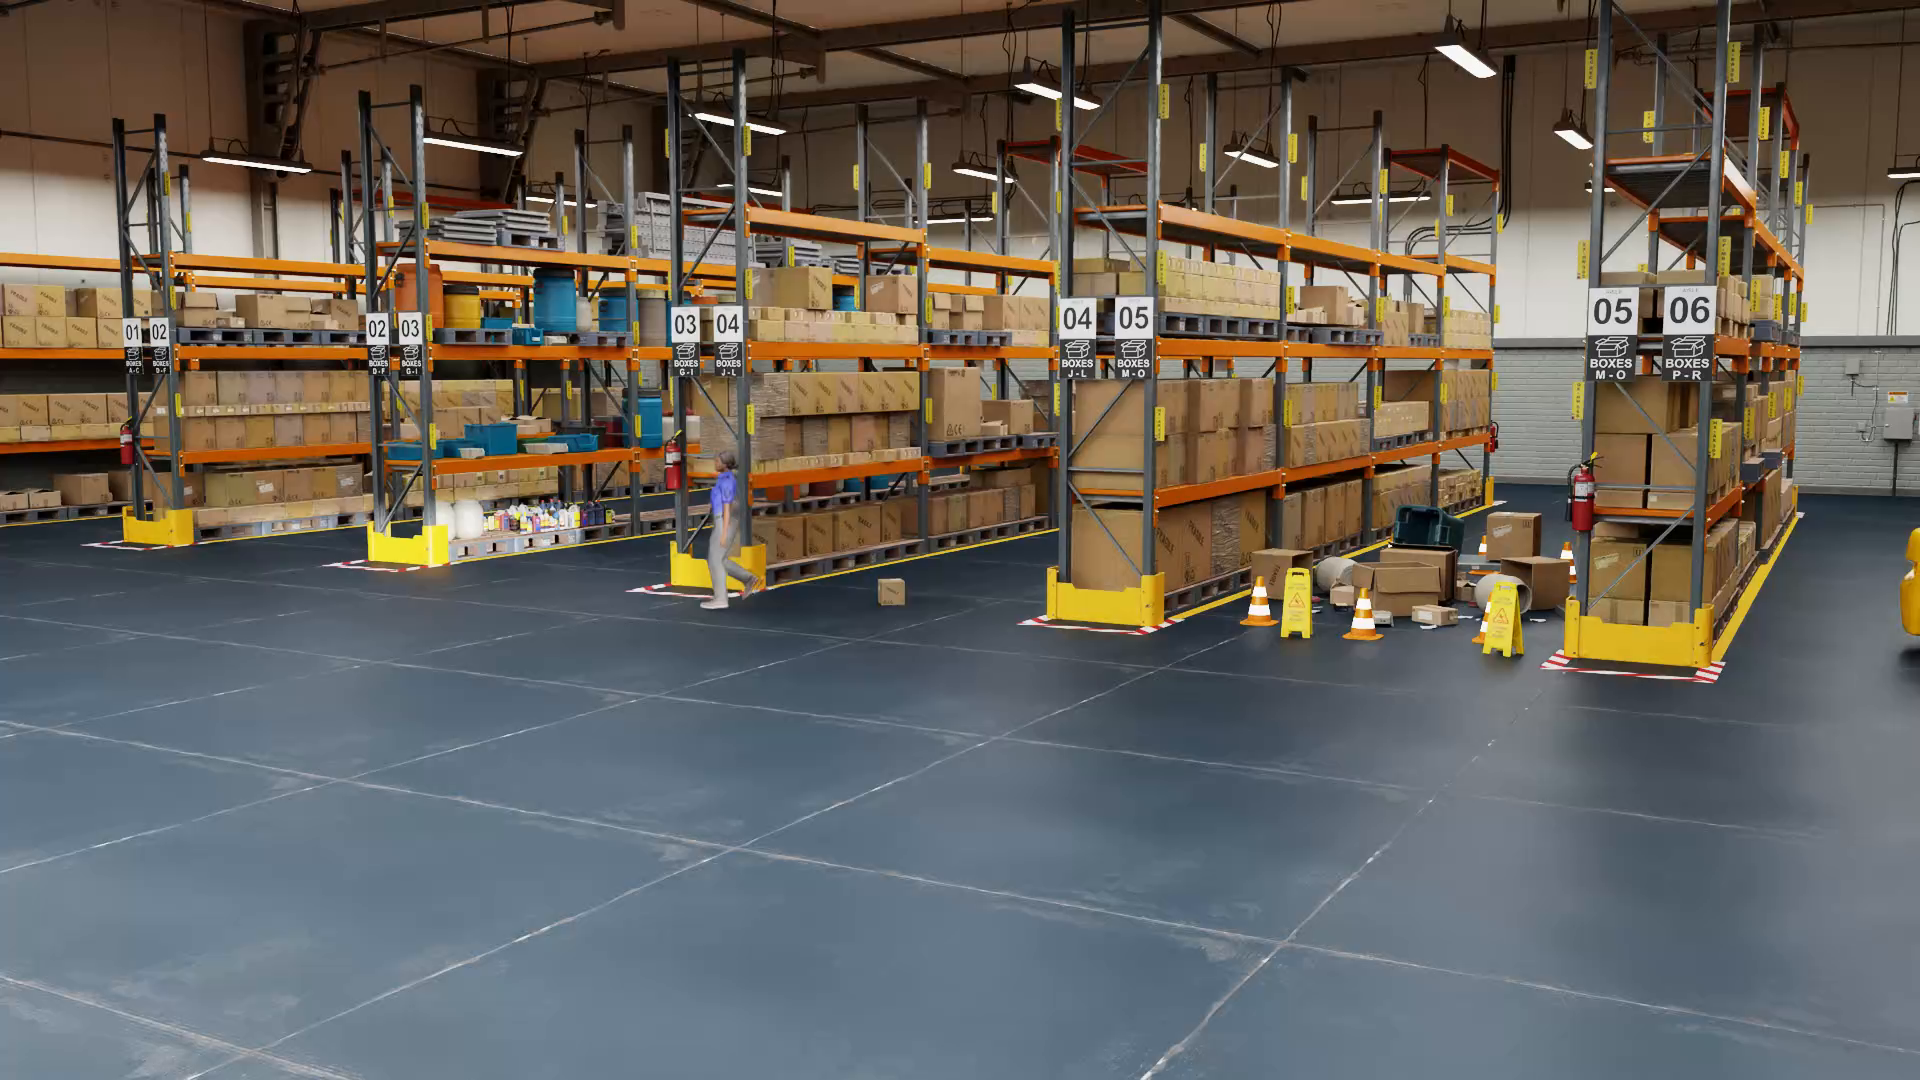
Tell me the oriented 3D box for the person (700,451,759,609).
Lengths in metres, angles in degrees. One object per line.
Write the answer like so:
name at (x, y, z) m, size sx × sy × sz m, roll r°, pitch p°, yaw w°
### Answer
person at (-2.405, -0.114, 17.295) m, size 0.611 × 1.636 × 0.448 m, roll 0°, pitch 6°, yaw -4°
